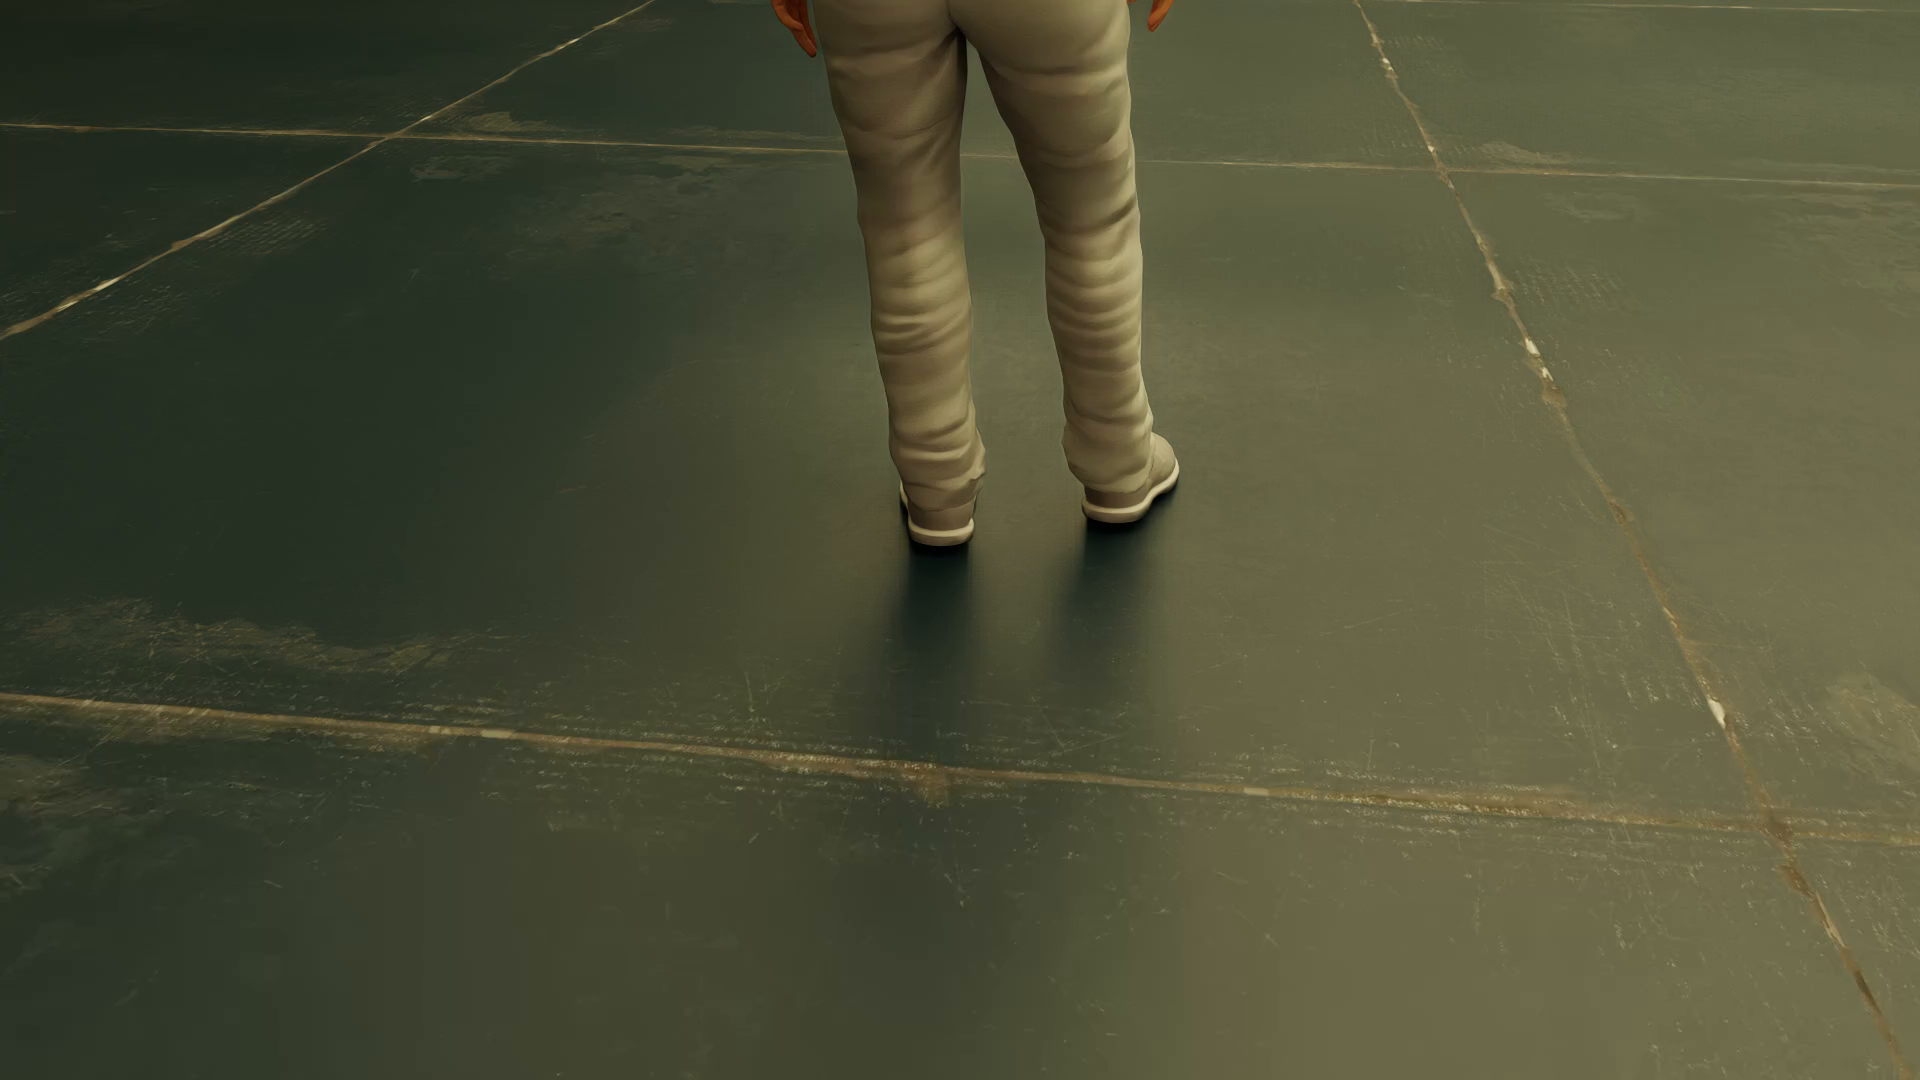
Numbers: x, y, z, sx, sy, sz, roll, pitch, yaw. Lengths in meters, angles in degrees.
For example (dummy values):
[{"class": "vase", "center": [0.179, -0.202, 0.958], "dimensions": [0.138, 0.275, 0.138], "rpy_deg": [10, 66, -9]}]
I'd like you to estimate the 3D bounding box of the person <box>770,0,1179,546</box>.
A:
[{"class": "person", "center": [0.033, -0.784, 2.190], "dimensions": [0.598, 1.670, 0.529], "rpy_deg": [3, 27, 7]}]
